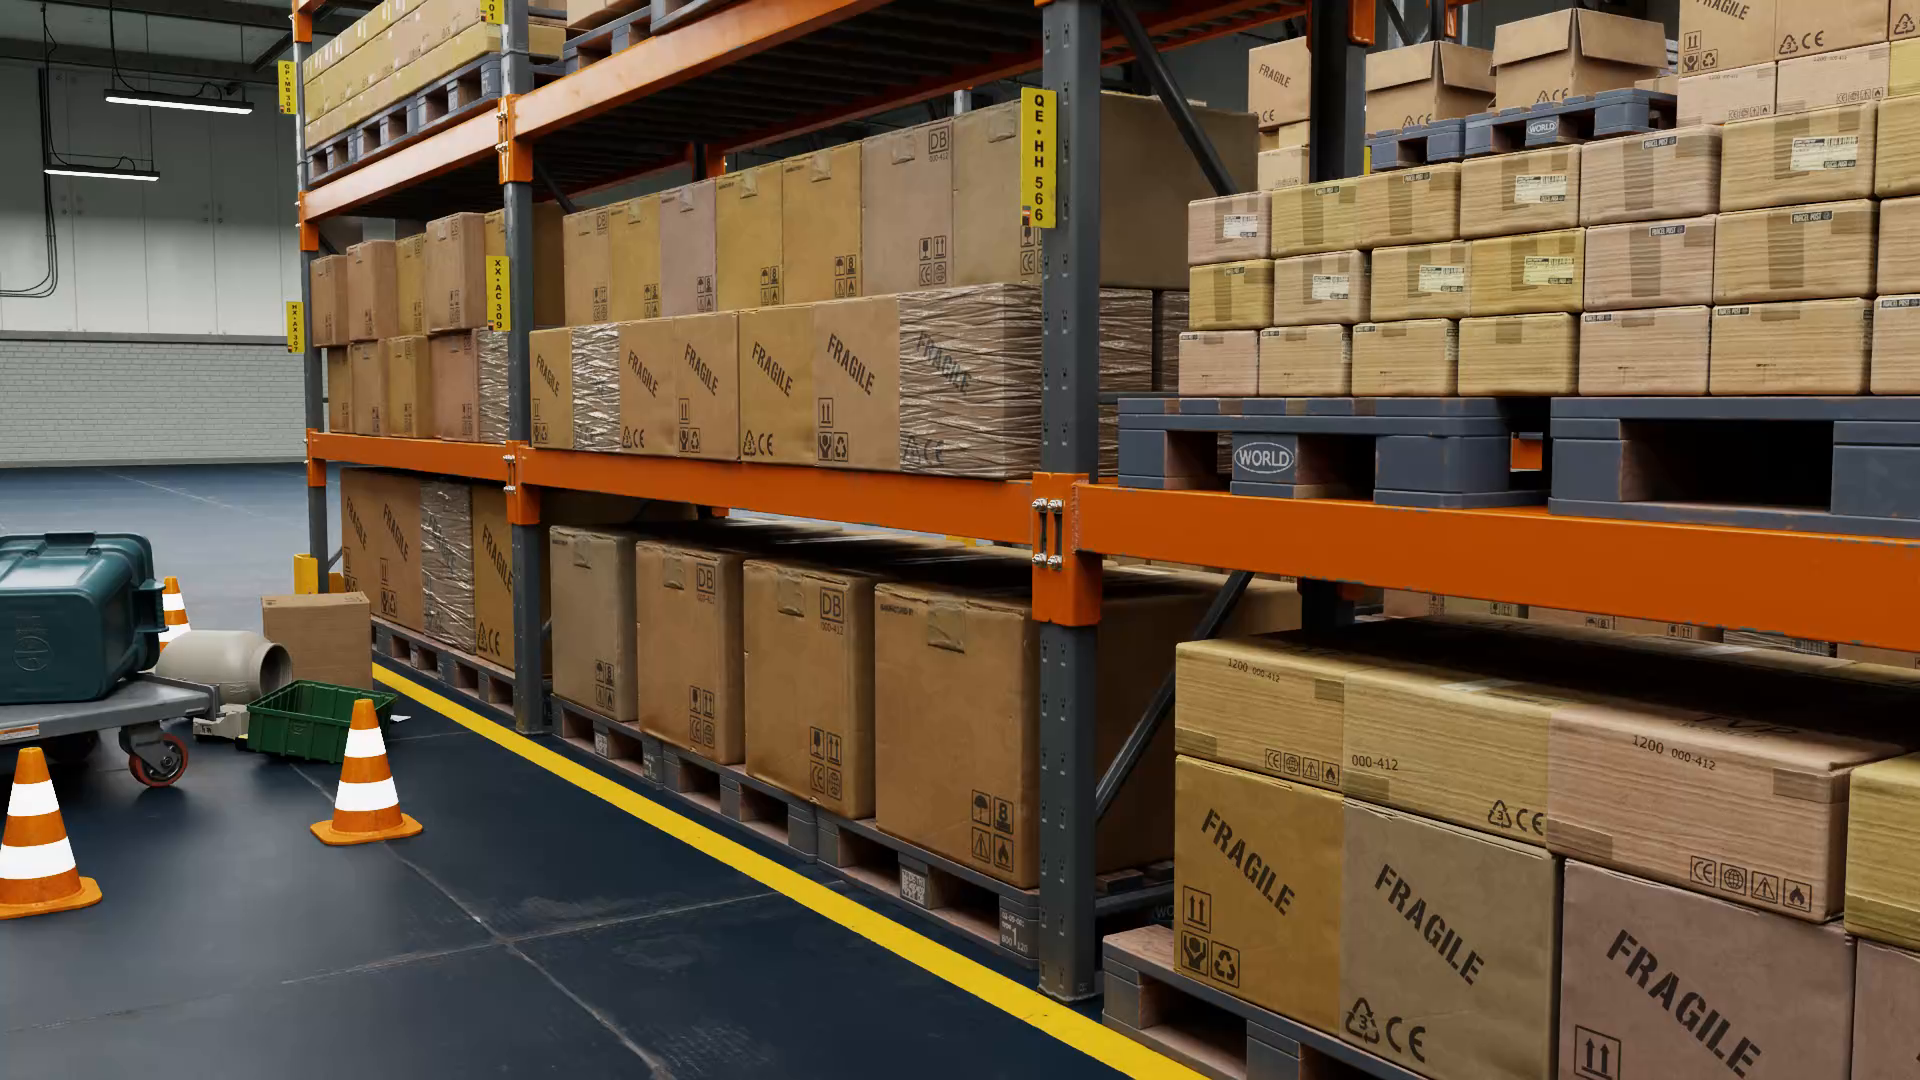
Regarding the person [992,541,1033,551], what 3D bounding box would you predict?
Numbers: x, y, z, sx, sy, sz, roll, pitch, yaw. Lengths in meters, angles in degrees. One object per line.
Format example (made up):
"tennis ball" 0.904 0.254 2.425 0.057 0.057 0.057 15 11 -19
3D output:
"person" 0.338 -0.153 9.892 0.378 1.663 0.531 -3 6 -34
